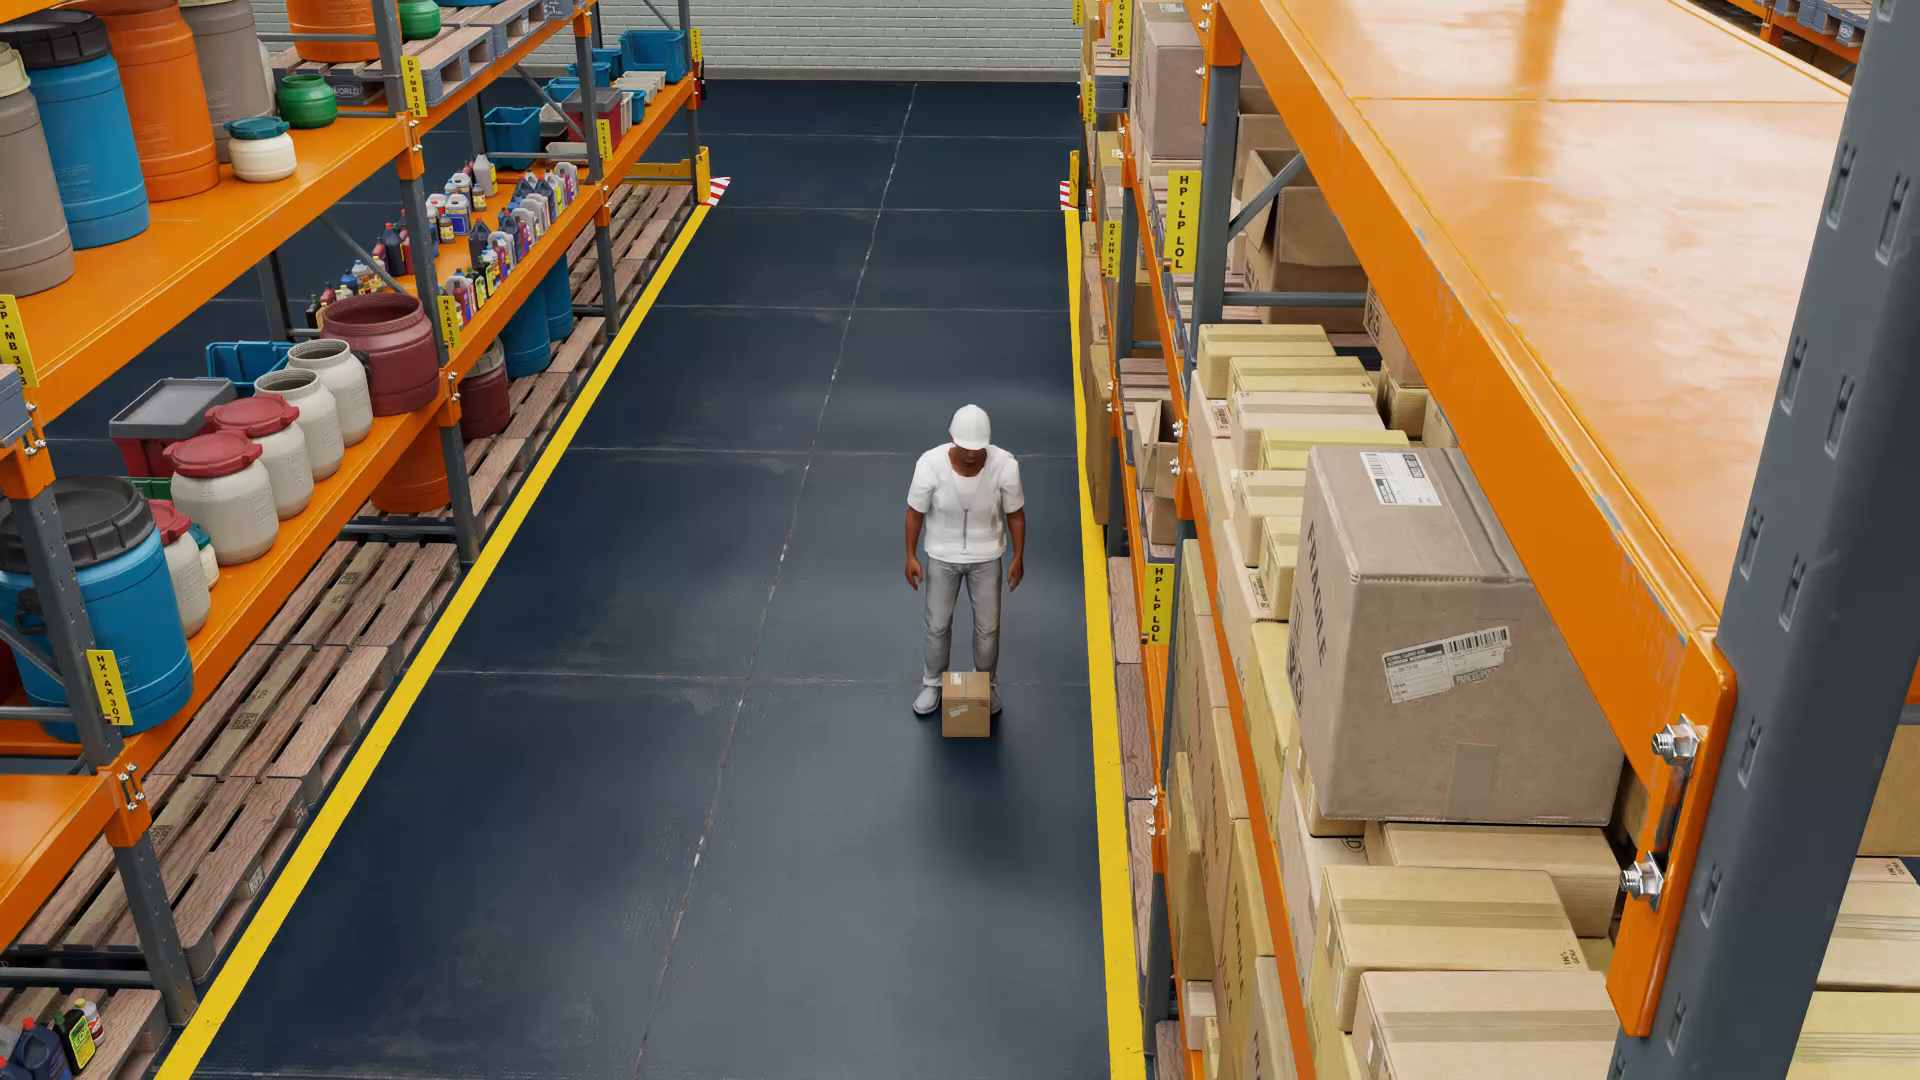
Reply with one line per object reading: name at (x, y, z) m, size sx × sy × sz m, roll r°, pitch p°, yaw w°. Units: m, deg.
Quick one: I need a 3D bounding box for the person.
person at (0.025, 0.096, 8.656) m, size 0.629 × 1.757 × 0.458 m, roll 0°, pitch 28°, yaw 0°
